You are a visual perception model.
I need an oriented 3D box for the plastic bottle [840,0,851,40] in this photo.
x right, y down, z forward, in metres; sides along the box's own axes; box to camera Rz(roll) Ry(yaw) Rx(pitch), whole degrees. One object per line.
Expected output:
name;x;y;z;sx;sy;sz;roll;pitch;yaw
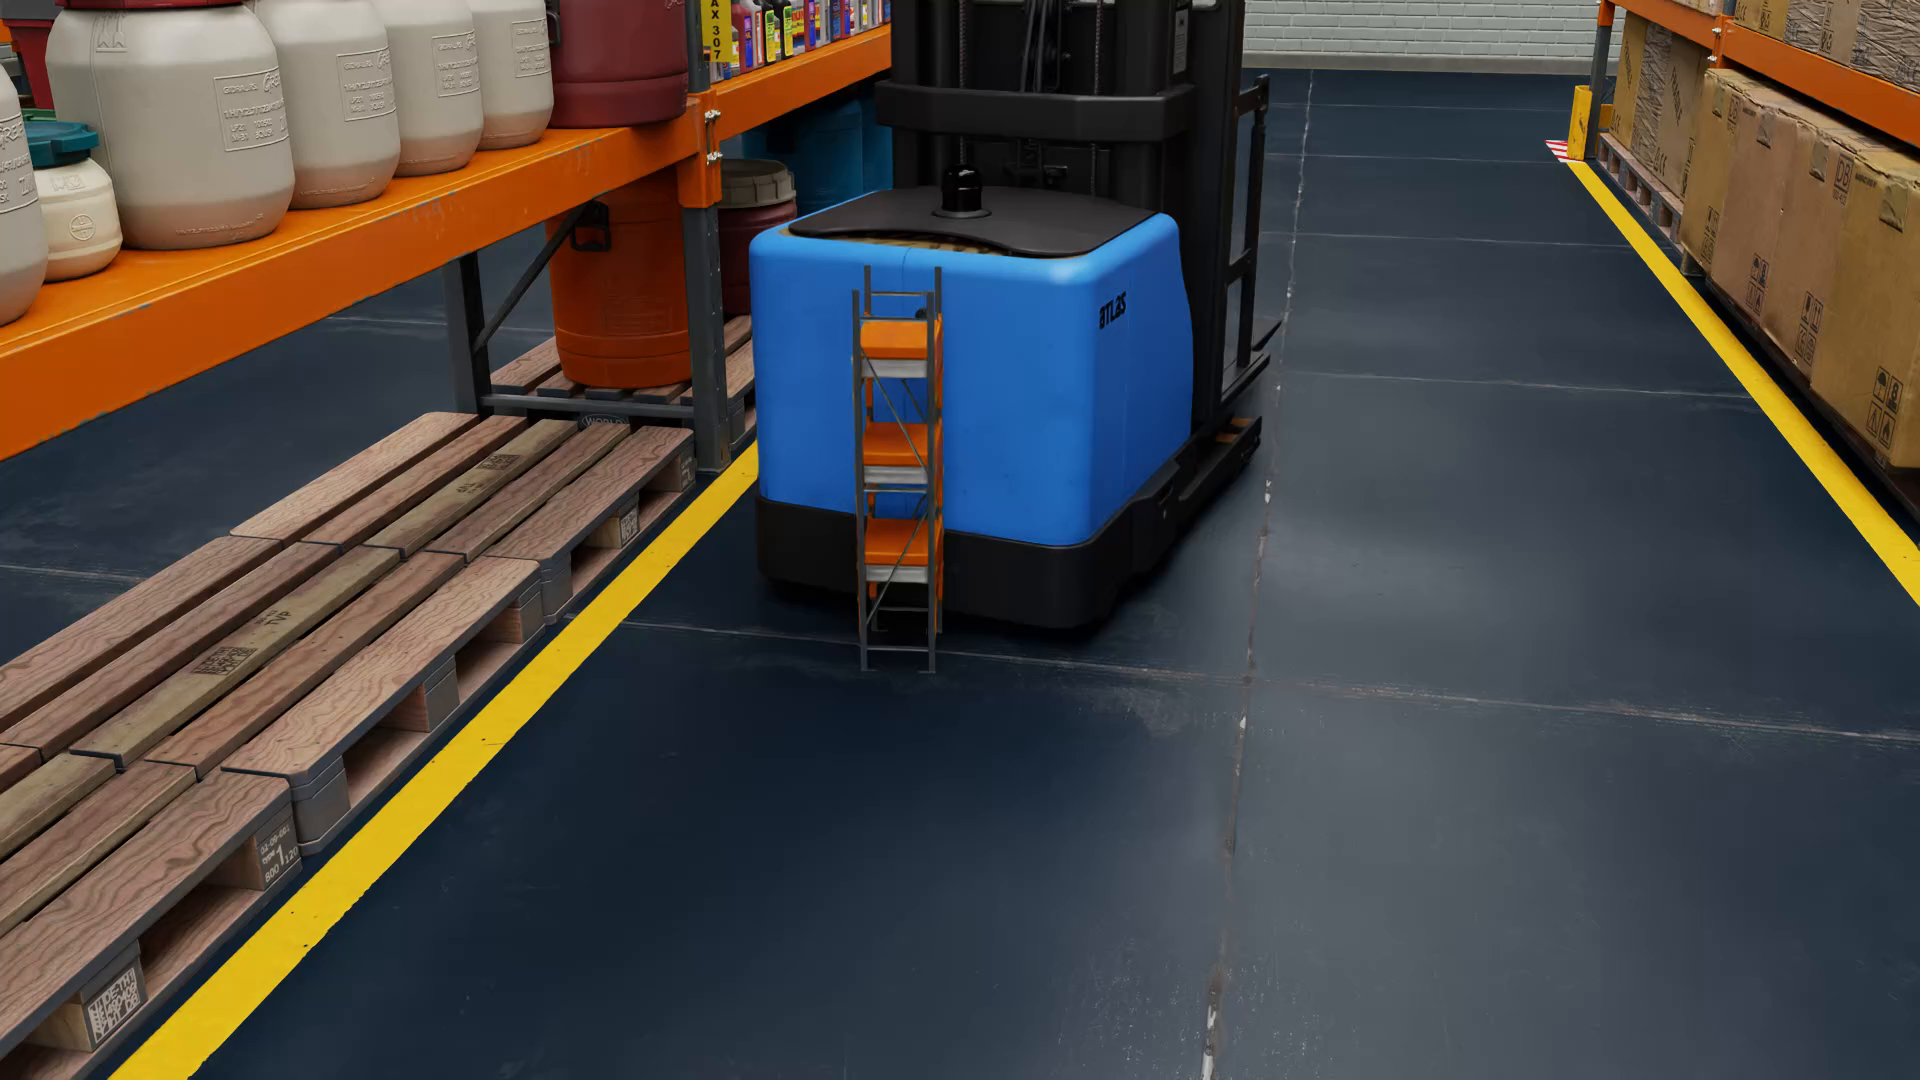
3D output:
plastic bottle;-0.533;-2.380;7.403;0.061;0.283;0.133;4;22;11

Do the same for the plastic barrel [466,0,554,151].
plastic barrel;-1.331;-1.339;4.514;0.421;0.512;0.421;0;22;0

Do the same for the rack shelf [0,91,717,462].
rack shelf;-1.738;-0.615;3.828;1.077;0.370;4.000;4;22;11

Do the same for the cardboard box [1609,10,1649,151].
cardboard box;5.099;-3.197;11.559;0.875;0.875;0.875;4;22;11

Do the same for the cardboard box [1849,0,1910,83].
cardboard box;3.587;-1.920;5.972;0.500;0.500;0.500;4;22;9

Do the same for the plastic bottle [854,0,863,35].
plastic bottle;-0.530;-2.464;7.623;0.152;0.276;0.135;4;22;11

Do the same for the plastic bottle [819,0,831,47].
plastic bottle;-0.642;-2.263;7.124;0.152;0.276;0.135;4;22;11

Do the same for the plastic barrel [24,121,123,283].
plastic barrel;-1.726;-0.625;3.076;0.301;0.262;0.301;0;22;0

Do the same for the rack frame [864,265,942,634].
rack frame;-0.149;-0.222;4.482;0.200;1.050;0.008;2;23;3

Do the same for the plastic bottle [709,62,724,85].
plastic bottle;-0.925;-1.756;5.864;0.152;0.276;0.135;4;22;11

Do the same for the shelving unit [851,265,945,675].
shelving unit;-0.157;-0.174;4.371;0.215;1.050;0.252;2;23;3

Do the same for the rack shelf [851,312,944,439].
rack shelf;-0.156;-0.425;4.262;0.215;0.259;0.240;2;23;3

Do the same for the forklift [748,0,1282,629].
forklift;0.453;-1.632;5.483;1.130;2.935;3.031;9;24;22

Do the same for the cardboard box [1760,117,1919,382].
cardboard box;3.869;-1.088;6.321;1.225;0.875;0.875;5;22;11

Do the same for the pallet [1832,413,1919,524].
pallet;3.753;-0.291;5.795;1.003;0.211;1.213;4;22;11

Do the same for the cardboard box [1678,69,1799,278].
cardboard box;4.224;-1.739;7.938;1.225;0.875;0.875;5;22;11

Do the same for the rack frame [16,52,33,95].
rack frame;-5.362;-3.522;10.083;1.000;3.000;0.127;4;22;11

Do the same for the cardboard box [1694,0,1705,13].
cardboard box;4.129;-2.880;8.825;0.380;0.149;0.250;5;22;12

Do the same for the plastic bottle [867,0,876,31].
plastic bottle;-0.483;-2.549;7.834;0.152;0.276;0.135;4;22;11

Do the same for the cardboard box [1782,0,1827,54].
cardboard box;3.792;-2.296;6.904;0.500;0.500;0.500;4;22;10

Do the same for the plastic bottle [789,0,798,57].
plastic bottle;-0.706;-2.097;6.716;0.097;0.271;0.097;0;22;0

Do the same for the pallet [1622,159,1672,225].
pallet;4.813;-2.191;10.512;1.003;0.211;1.213;4;22;11

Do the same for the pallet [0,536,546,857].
pallet;-1.777;0.339;4.230;1.003;0.211;1.213;4;22;11

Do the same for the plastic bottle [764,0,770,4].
plastic bottle;-0.782;-2.318;7.161;0.144;0.351;0.185;4;22;11

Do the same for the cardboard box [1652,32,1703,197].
cardboard box;4.731;-2.539;9.924;0.875;0.875;0.875;4;22;11

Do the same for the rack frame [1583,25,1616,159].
rack frame;5.151;-4.228;11.837;1.000;3.000;0.127;4;22;11

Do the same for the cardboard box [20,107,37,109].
cardboard box;-5.292;-2.184;9.518;0.500;0.500;0.500;5;22;11

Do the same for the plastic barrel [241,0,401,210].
plastic barrel;-1.498;-1.040;3.738;0.433;0.535;0.433;0;22;0

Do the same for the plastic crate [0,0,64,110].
plastic crate;-1.959;-1.142;4.088;0.402;0.464;0.583;4;22;11

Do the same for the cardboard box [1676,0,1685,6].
cardboard box;4.234;-3.067;9.291;0.380;0.149;0.250;5;22;12

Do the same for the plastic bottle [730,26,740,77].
plastic bottle;-0.855;-1.797;6.067;0.097;0.201;0.097;0;22;0

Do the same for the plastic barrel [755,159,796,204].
plastic barrel;-0.989;-1.527;7.899;0.421;0.512;0.421;0;22;0

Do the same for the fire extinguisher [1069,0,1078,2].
fire extinguisher;0.778;-4.417;12.909;0.296;0.674;0.183;4;22;11

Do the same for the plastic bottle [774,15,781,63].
plastic bottle;-0.753;-1.980;6.520;0.097;0.201;0.097;0;22;0

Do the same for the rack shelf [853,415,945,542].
rack shelf;-0.157;-0.164;4.375;0.215;0.259;0.240;2;23;3

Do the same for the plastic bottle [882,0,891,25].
plastic bottle;-0.419;-2.691;8.087;0.144;0.351;0.185;4;22;11

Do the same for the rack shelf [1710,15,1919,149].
rack shelf;3.927;-1.700;6.523;1.077;0.370;4.000;4;22;11

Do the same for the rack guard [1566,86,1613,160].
rack guard;5.156;-3.077;12.325;1.175;0.500;0.348;4;22;11

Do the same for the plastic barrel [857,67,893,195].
plastic barrel;-0.642;-2.167;8.965;0.600;0.901;0.708;4;22;11

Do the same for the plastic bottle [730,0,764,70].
plastic bottle;-0.831;-1.925;6.285;0.152;0.276;0.135;4;22;11

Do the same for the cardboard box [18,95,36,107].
cardboard box;-5.700;-2.408;10.074;0.500;0.500;0.500;3;22;8

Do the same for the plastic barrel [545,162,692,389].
plastic barrel;-1.247;-1.048;6.284;0.600;0.830;0.708;4;22;11

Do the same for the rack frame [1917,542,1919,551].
rack frame;3.519;-1.302;4.572;1.000;3.000;0.127;4;22;11

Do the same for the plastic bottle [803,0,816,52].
plastic bottle;-0.645;-2.179;6.904;0.061;0.283;0.133;4;22;11

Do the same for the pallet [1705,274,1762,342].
pallet;4.251;-1.184;8.010;1.003;0.211;1.213;4;22;11

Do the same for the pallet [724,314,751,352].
pallet;-0.959;-1.123;7.859;1.003;0.211;1.213;4;22;11

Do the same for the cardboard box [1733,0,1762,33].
cardboard box;3.996;-2.662;7.815;0.500;0.500;0.500;5;22;11
